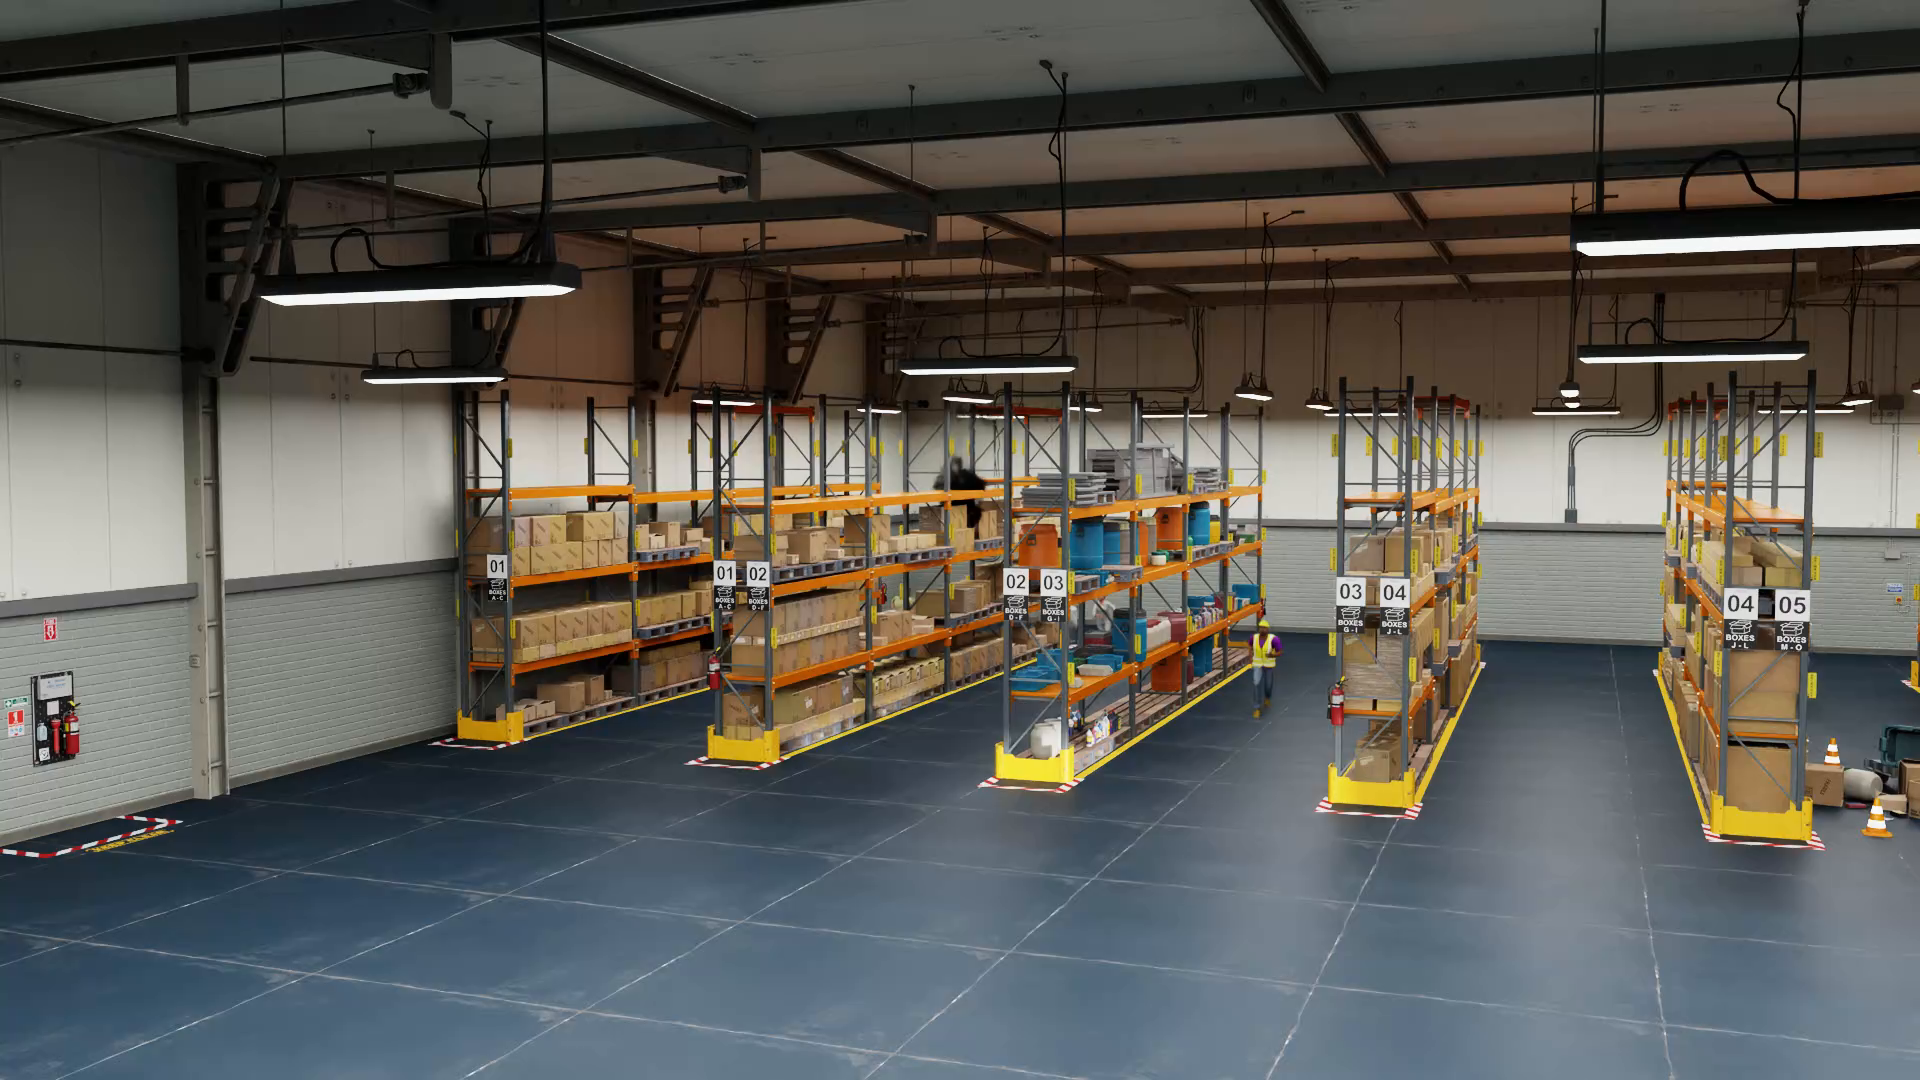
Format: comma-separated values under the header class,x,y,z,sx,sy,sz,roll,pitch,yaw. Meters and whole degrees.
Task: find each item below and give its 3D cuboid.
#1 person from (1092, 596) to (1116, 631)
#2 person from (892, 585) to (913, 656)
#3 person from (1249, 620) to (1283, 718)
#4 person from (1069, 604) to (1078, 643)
class,x,y,z,sx,sy,sz,roll,pitch,yaw
person,3.463,2.057,40.125,0.553,1.430,0.602,1,3,16
person,-1.292,1.868,36.913,0.559,1.778,0.708,1,3,13
person,5.747,2.407,31.289,0.661,1.807,1.065,1,3,13
person,2.816,1.802,42.764,0.553,1.700,0.763,2,4,30
